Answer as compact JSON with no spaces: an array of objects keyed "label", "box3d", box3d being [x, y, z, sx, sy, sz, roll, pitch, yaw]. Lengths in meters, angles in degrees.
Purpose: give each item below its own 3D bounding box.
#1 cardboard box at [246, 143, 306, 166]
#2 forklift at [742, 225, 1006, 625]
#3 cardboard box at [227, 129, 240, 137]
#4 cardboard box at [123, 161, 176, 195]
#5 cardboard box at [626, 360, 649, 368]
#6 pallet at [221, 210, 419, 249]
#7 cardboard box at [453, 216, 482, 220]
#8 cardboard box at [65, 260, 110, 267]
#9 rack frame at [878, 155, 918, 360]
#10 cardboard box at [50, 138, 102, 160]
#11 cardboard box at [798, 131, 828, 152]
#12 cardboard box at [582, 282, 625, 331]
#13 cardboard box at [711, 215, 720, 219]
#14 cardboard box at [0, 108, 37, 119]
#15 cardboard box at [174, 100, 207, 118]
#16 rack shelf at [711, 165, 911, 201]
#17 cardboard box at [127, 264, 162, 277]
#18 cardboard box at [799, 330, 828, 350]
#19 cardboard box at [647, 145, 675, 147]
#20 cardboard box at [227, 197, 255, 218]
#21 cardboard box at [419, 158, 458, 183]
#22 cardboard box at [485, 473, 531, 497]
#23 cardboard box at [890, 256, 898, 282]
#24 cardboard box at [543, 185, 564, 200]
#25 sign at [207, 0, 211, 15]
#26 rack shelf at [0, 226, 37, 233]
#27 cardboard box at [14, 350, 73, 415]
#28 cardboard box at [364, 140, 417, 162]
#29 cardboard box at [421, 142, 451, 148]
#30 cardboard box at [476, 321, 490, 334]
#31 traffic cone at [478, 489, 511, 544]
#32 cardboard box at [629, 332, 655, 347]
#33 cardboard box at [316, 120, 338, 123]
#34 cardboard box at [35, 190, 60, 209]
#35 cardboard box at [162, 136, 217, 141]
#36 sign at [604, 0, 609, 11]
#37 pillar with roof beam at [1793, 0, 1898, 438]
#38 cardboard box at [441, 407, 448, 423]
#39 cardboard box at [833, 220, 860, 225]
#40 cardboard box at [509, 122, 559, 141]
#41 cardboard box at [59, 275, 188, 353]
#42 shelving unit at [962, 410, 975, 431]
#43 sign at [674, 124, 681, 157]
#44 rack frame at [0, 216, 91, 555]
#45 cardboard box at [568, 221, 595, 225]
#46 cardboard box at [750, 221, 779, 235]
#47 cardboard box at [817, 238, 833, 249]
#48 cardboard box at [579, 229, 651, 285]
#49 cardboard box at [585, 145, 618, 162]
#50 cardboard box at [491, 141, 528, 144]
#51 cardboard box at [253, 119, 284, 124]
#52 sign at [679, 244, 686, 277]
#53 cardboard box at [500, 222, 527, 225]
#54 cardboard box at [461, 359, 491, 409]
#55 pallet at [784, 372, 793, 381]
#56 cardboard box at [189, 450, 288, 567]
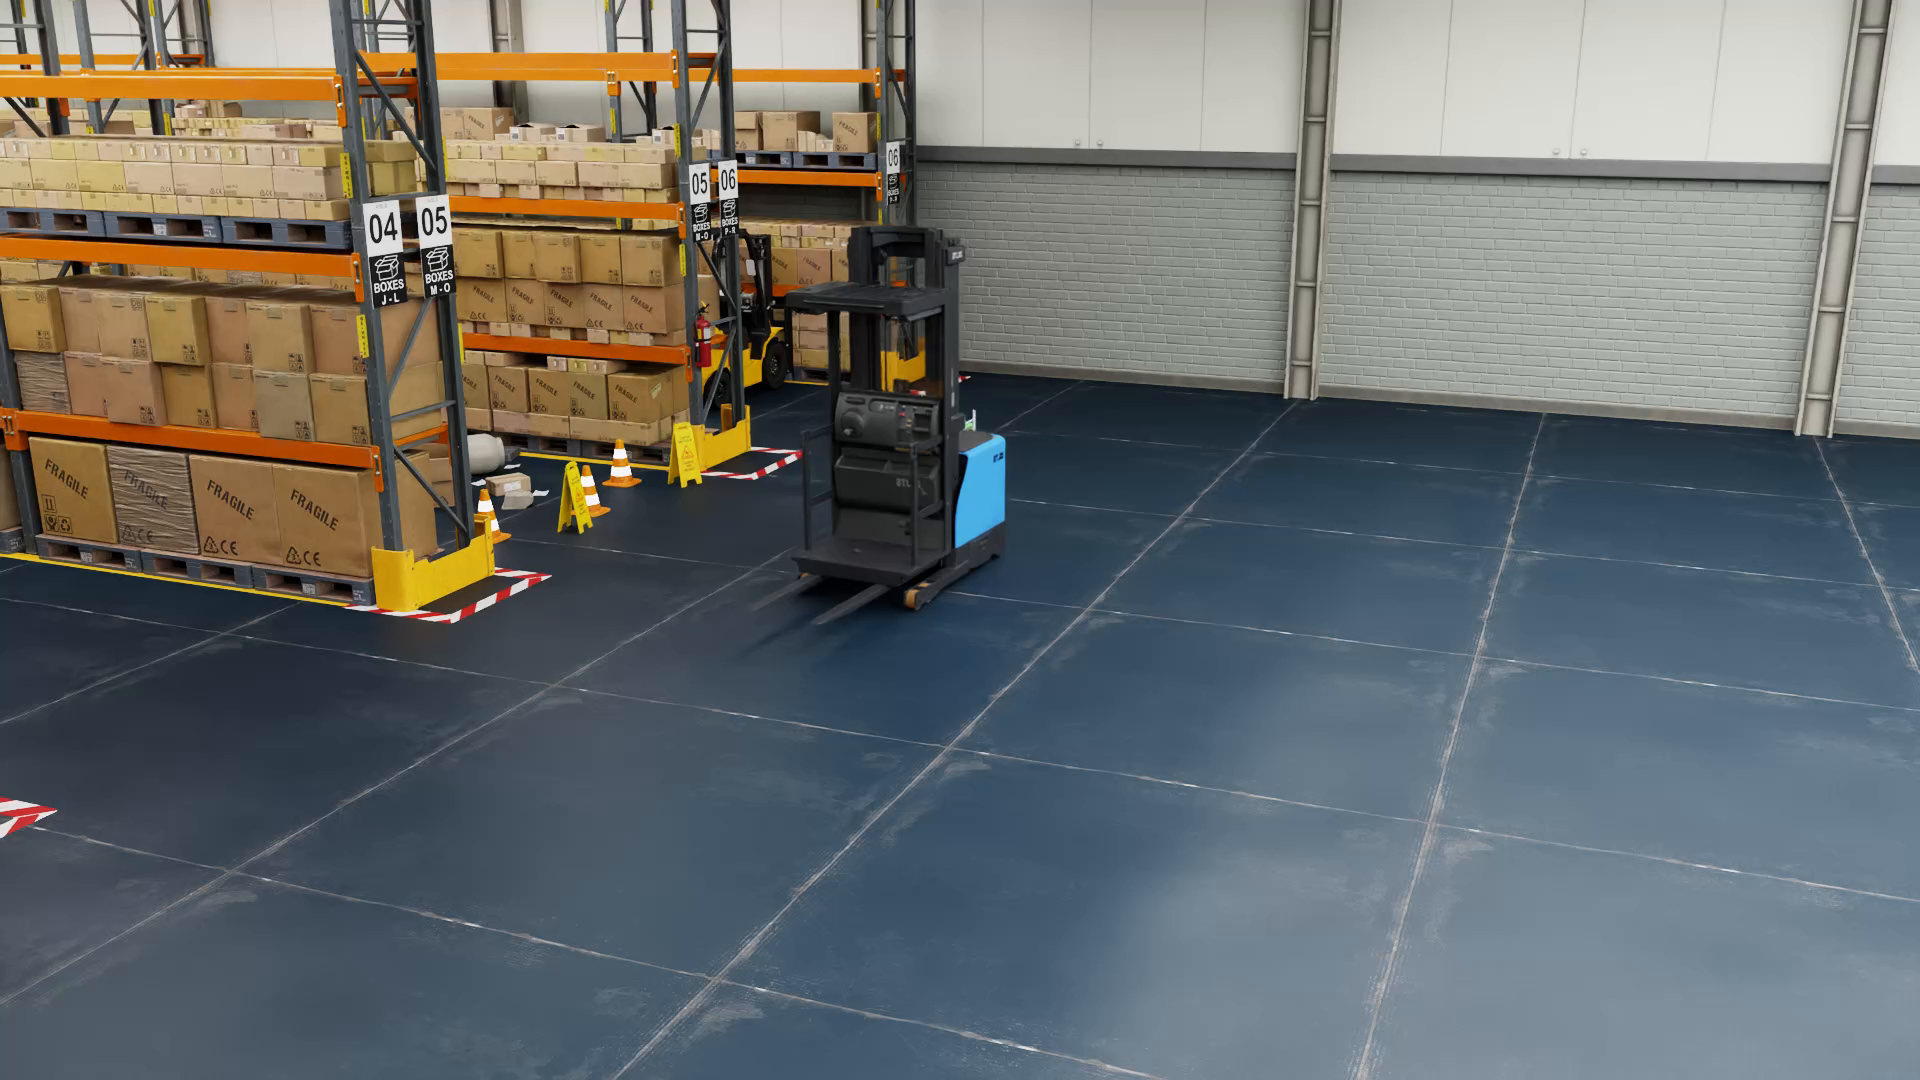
[{"label":"cardboard box","box3d":[-5.272,-2.982,12.848,0.250,0.149,0.380,7,17,22]},{"label":"forklift","box3d":[-0.689,-0.988,13.395,1.130,2.935,3.031,8,18,25]},{"label":"cardboard box","box3d":[-10.903,-6.172,25.267,0.250,0.149,0.380,6,17,20]},{"label":"cardboard box","box3d":[-6.322,-2.924,13.364,0.500,0.250,0.500,6,17,21]},{"label":"cardboard box","box3d":[-3.801,-1.775,18.817,0.500,0.500,0.500,6,17,19]},{"label":"pallet","box3d":[-5.057,-2.502,13.266,1.213,0.211,1.003,6,17,21]},{"label":"cardboard box","box3d":[-7.386,-4.769,24.956,0.250,0.149,0.380,6,17,21]},{"label":"cardboard box","box3d":[-10.660,-3.656,20.491,0.500,0.500,0.500,6,17,19]},{"label":"rack frame","box3d":[-0.823,-3.612,22.313,0.127,3.000,1.000,6,17,21]},{"label":"cardboard box","box3d":[-7.161,-3.189,13.563,0.250,0.149,0.380,6,17,20]},{"label":"cardboard box","box3d":[-1.942,-5.270,21.951,0.258,0.266,0.396,6,17,21]},{"label":"cardboard box","box3d":[-3.711,-2.552,17.948,0.500,0.500,0.500,6,17,21]},{"label":"cardboard box","box3d":[-3.412,-4.500,23.495,0.250,0.149,0.380,6,17,20]},{"label":"cardboard box","box3d":[-15.387,-6.890,27.062,0.500,0.250,0.500,6,17,20]},{"label":"cardboard box","box3d":[-11.834,-6.630,25.569,0.258,0.266,0.396,6,17,20]},{"label":"rack shelf","box3d":[-2.684,-4.912,22.700,4.000,0.370,1.077,6,17,21]},{"label":"cardboard box","box3d":[-9.750,-3.430,20.217,0.500,0.500,0.500,6,17,19]},{"label":"cardboard box","box3d":[-1.854,-2.756,22.647,0.500,0.250,0.500,6,17,20]},{"label":"cardboard box","box3d":[-3.137,-4.138,17.765,0.250,0.149,0.380,6,17,20]},{"label":"cardboard box","box3d":[-5.505,-2.624,13.047,0.250,0.149,0.380,6,17,21]},{"label":"cardboard box","box3d":[-5.570,-4.079,18.275,0.500,0.250,0.500,6,17,20]},{"label":"cardboard box","box3d":[-4.601,-0.566,16.932,0.380,0.149,0.250,-12,20,-37]},{"label":"cardboard box","box3d":[-1.182,-3.783,22.722,0.500,0.500,0.500,7,18,22]},{"label":"cardboard box","box3d":[-4.257,-3.747,17.846,0.250,0.149,0.380,6,17,19]},{"label":"sign","box3d":[-11.788,-8.390,26.051,0.005,0.325,0.100,6,17,21]},{"label":"rack shelf","box3d":[-9.945,-2.739,15.216,4.000,0.370,1.077,6,17,21]},{"label":"cardboard box","box3d":[-7.737,-1.477,14.689,0.550,0.550,0.875,6,17,21]},{"label":"cardboard box","box3d":[-4.557,-3.100,13.255,0.250,0.149,0.380,6,17,21]},{"label":"cardboard box","box3d":[-5.694,-4.271,18.223,0.250,0.149,0.380,6,17,19]},{"label":"cardboard box","box3d":[-5.198,-2.413,18.631,0.250,0.149,0.380,6,17,20]},{"label":"traffic cone","box3d":[-4.337,-0.235,15.229,0.334,0.463,0.336,6,17,21]},{"label":"cardboard box","box3d":[-3.344,-2.184,17.843,0.250,0.149,0.380,6,17,20]},{"label":"cardboard box","box3d":[-9.387,-6.197,24.857,0.250,0.149,0.380,6,17,20]},{"label":"cardboard box","box3d":[-7.397,-2.832,13.763,0.250,0.149,0.380,6,17,21]},{"label":"cardboard box","box3d":[-6.454,-3.308,13.973,0.250,0.149,0.380,6,17,20]},{"label":"sign","box3d":[-4.732,-7.247,22.256,0.005,0.325,0.100,6,17,21]},{"label":"pillar with roof beam","box3d":[8.443,-4.454,14.453,0.400,9.000,9.100,6,17,21]},{"label":"cardboard box","box3d":[-5.913,-1.485,19.162,0.500,0.250,0.500,5,17,18]},{"label":"cardboard box","box3d":[-1.539,-4.263,22.679,0.250,0.149,0.380,7,17,22]},{"label":"cardboard box","box3d":[-6.021,-5.758,23.552,0.500,0.311,0.500,6,17,19]},{"label":"cardboard box","box3d":[-7.200,-1.958,14.407,0.550,0.550,0.875,6,17,21]},{"label":"shelving unit","box3d":[-0.140,-0.596,15.152,0.503,1.200,0.258,8,18,24]},{"label":"sign","box3d":[-2.864,-4.049,16.847,0.005,0.325,0.100,6,17,21]},{"label":"rack frame","box3d":[-8.085,-1.440,14.829,0.127,3.000,1.000,6,17,21]},{"label":"cardboard box","box3d":[-5.500,-4.560,24.235,0.250,0.149,0.380,6,17,20]},{"label":"cardboard box","box3d":[-2.663,-4.252,22.640,0.250,0.149,0.380,7,17,21]},{"label":"cardboard box","box3d":[-1.716,-3.996,22.290,0.250,0.149,0.380,7,17,22]},{"label":"cardboard box","box3d":[-3.665,-3.045,17.853,0.500,0.500,0.700,6,17,21]},{"label":"cardboard box","box3d":[-3.751,-4.083,17.573,0.250,0.149,0.380,6,17,21]},{"label":"cardboard box","box3d":[-5.013,-4.358,18.523,0.250,0.149,0.380,6,17,20]},{"label":"cardboard box","box3d":[-10.415,-6.266,25.057,0.250,0.149,0.380,6,17,21]},{"label":"sign","box3d":[-2.864,-2.891,17.183,0.005,0.325,0.100,6,17,21]},{"label":"cardboard box","box3d":[-6.418,-4.489,23.988,0.250,0.149,0.380,6,17,19]},{"label":"cardboard box","box3d":[-5.410,-1.793,18.880,0.500,0.500,0.500,7,18,23]},{"label":"pallet","box3d":[-2.681,-2.466,23.365,1.213,0.211,1.003,6,17,21]},{"label":"cardboard box","box3d":[-5.838,-0.354,14.145,0.875,0.875,0.875,6,17,20]}]
